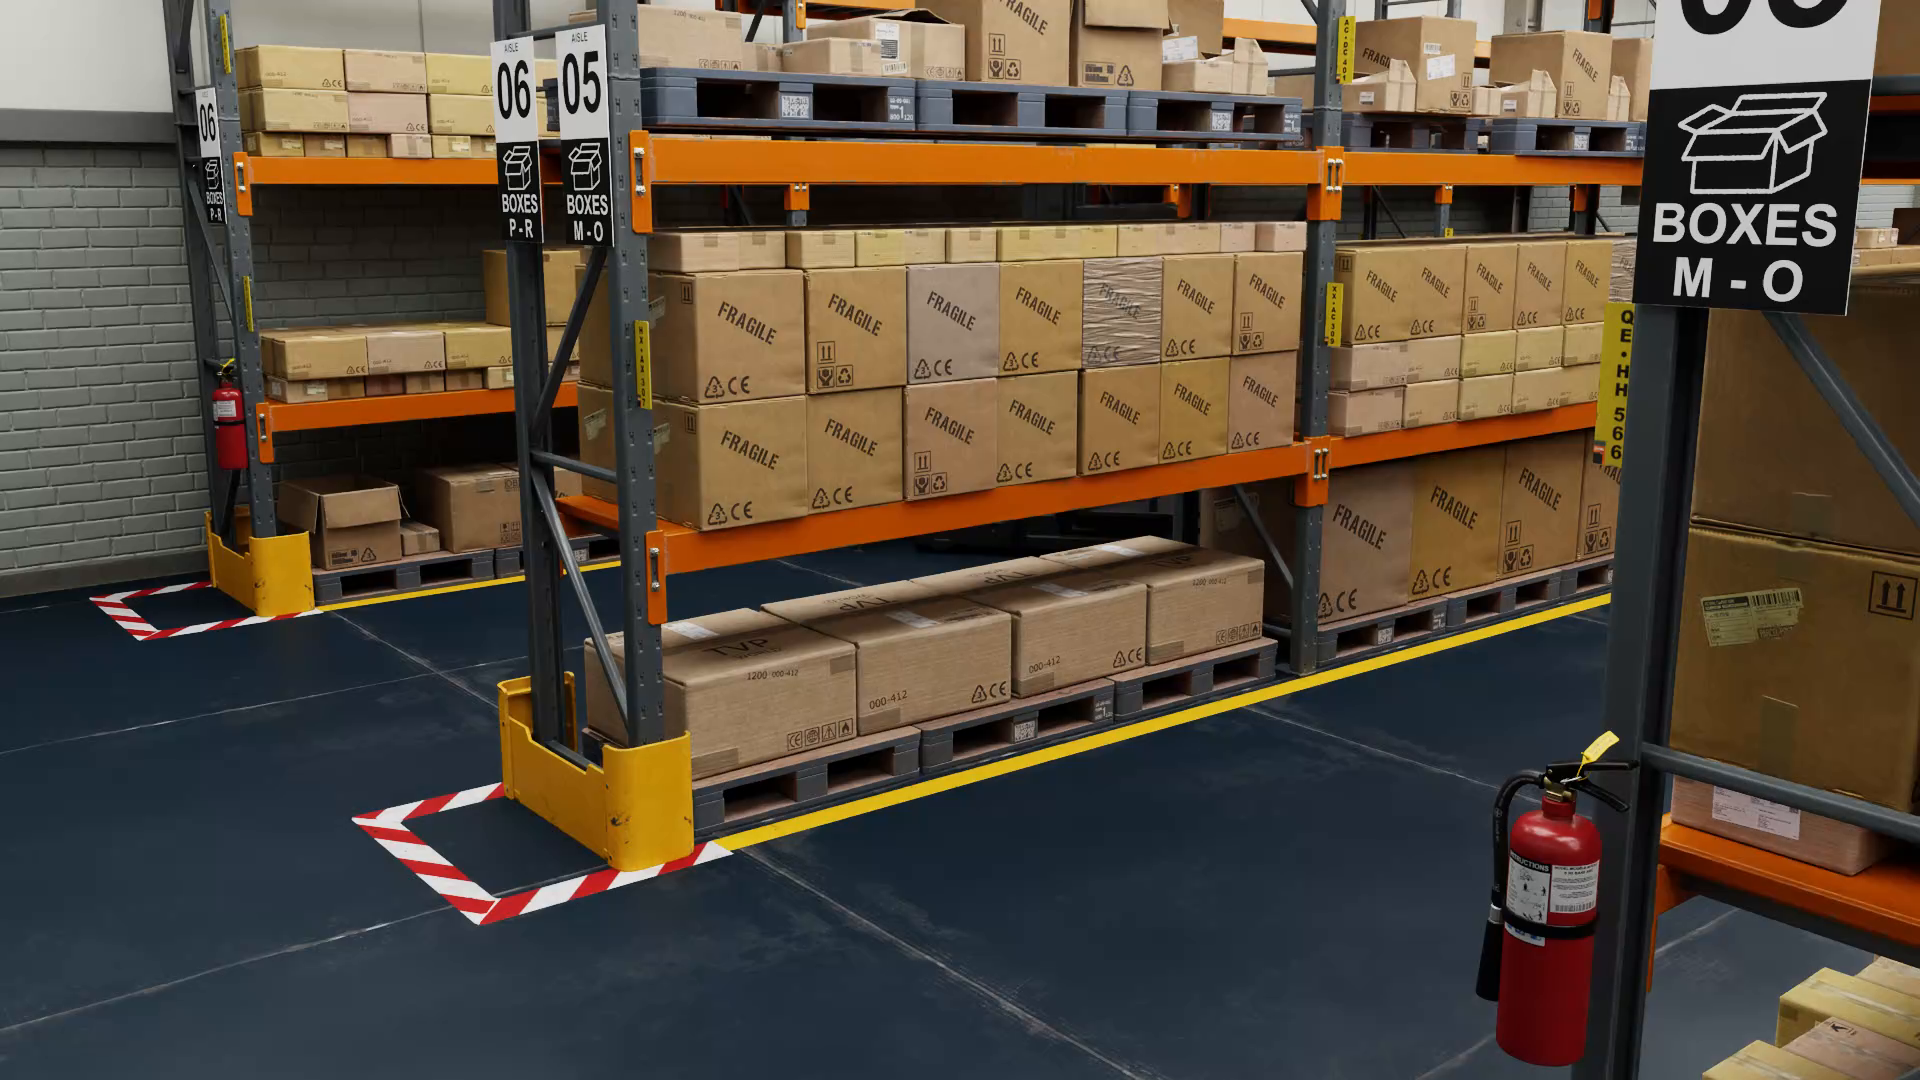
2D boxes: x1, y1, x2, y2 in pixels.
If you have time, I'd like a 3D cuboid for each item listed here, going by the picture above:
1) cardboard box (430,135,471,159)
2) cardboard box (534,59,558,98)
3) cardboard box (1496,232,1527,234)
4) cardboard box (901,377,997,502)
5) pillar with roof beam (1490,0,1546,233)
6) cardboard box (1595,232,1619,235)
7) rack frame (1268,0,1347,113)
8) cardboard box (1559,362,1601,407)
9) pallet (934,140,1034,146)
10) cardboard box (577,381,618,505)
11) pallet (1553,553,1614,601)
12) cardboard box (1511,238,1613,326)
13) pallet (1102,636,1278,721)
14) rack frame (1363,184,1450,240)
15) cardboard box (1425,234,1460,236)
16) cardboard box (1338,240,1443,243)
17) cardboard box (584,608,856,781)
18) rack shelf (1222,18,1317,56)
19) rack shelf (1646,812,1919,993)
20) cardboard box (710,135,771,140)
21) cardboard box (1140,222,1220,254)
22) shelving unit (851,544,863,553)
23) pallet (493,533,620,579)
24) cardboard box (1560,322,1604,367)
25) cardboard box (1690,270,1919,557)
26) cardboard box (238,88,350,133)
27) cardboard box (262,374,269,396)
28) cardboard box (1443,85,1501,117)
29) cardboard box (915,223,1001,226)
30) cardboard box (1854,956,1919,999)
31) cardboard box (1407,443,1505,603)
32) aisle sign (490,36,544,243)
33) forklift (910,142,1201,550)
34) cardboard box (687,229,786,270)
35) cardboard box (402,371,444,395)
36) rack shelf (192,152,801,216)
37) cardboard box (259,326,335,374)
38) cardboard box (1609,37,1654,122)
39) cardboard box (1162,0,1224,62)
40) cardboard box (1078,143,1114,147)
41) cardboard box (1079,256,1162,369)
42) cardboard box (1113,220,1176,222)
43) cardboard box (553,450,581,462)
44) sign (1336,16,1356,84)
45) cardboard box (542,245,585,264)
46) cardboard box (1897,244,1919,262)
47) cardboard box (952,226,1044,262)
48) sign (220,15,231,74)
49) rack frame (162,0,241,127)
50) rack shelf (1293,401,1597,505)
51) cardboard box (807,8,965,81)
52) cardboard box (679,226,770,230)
[{"bbox_3d":[-3.377,-2.554,10.819,0.250,0.149,0.380,-9,15,-38],"label":"cardboard box"},{"bbox_3d":[-2.941,-3.086,11.158,0.500,0.250,0.500,-9,15,-36],"label":"cardboard box"},{"bbox_3d":[6.387,-3.514,19.440,0.250,0.149,0.380,-10,15,-39],"label":"cardboard box"},{"bbox_3d":[-0.185,-0.480,7.426,0.500,0.500,0.500,-10,15,-38],"label":"cardboard box"},{"bbox_3d":[9.447,-5.455,16.653,0.400,9.000,9.100,-9,15,-38],"label":"pillar with roof beam"},{"bbox_3d":[7.543,-3.557,19.639,0.250,0.149,0.380,-9,15,-38],"label":"cardboard box"},{"bbox_3d":[1.598,-3.736,8.557,0.127,3.000,1.000,-9,15,-38],"label":"rack frame"},{"bbox_3d":[3.696,-1.007,10.513,0.500,0.250,0.500,-10,15,-38],"label":"cardboard box"},{"bbox_3d":[-0.145,-3.189,13.658,1.003,0.211,1.213,-9,15,-38],"label":"pallet"},{"bbox_3d":[-1.314,-0.436,7.222,0.500,0.500,0.500,-9,15,-37],"label":"cardboard box"},{"bbox_3d":[4.059,0.134,11.489,1.213,0.211,1.003,-9,15,-38],"label":"pallet"},{"bbox_3d":[3.694,-1.617,10.376,0.500,0.500,0.500,-9,15,-38],"label":"cardboard box"},{"bbox_3d":[0.955,0.649,9.064,1.213,0.211,1.003,-9,15,-38],"label":"pallet"},{"bbox_3d":[4.741,-2.644,17.857,0.127,3.000,1.000,-9,15,-38],"label":"rack frame"},{"bbox_3d":[5.378,-3.351,18.669,0.250,0.149,0.380,-10,15,-39],"label":"cardboard box"},{"bbox_3d":[2.598,-1.569,10.147,0.500,0.500,0.500,-9,15,-36],"label":"cardboard box"},{"bbox_3d":[-1.072,0.664,7.438,0.875,0.438,0.875,-10,16,-40],"label":"cardboard box"},{"bbox_3d":[3.179,-4.771,16.128,4.000,0.370,1.077,-9,15,-38],"label":"rack shelf"},{"bbox_3d":[3.208,0.600,4.313,4.000,0.370,1.077,-9,15,-38],"label":"rack shelf"},{"bbox_3d":[-1.726,-3.042,12.156,0.500,0.250,0.500,-9,15,-37],"label":"cardboard box"},{"bbox_3d":[1.082,-1.517,8.344,0.250,0.149,0.380,-9,15,-38],"label":"cardboard box"},{"bbox_3d":[-0.692,-0.730,12.455,0.431,1.500,0.755,8,14,32],"label":"shelving unit"},{"bbox_3d":[-2.996,0.007,12.090,1.213,0.211,1.003,-9,15,-38],"label":"pallet"},{"bbox_3d":[3.717,-1.250,10.453,0.500,0.250,0.500,-10,16,-39],"label":"cardboard box"},{"bbox_3d":[1.848,-0.276,3.341,0.500,0.500,0.500,-10,15,-39],"label":"cardboard box"},{"bbox_3d":[-4.112,-2.639,10.260,0.500,0.250,0.500,-10,15,-38],"label":"cardboard box"},{"bbox_3d":[-4.538,-1.050,10.958,0.250,0.149,0.380,-10,15,-38],"label":"cardboard box"},{"bbox_3d":[2.805,-2.467,9.355,0.250,0.166,0.380,-11,16,-41],"label":"cardboard box"},{"bbox_3d":[-0.012,-1.463,8.087,0.250,0.149,0.380,-9,15,-37],"label":"cardboard box"},{"bbox_3d":[2.498,1.195,4.199,0.250,0.149,0.380,-10,16,-40],"label":"cardboard box"},{"bbox_3d":[2.733,-0.179,10.355,0.875,0.875,0.875,-9,15,-36],"label":"cardboard box"},{"bbox_3d":[-1.775,-1.595,6.658,0.004,0.787,0.394,-9,15,-38],"label":"aisle sign"},{"bbox_3d":[1.193,-1.394,12.139,3.031,2.935,1.130,2,12,9],"label":"forklift"},{"bbox_3d":[-0.915,-1.184,6.774,0.250,0.149,0.380,-9,15,-36],"label":"cardboard box"},{"bbox_3d":[-3.612,-1.065,11.027,0.250,0.149,0.380,-9,15,-36],"label":"cardboard box"},{"bbox_3d":[-3.067,-2.462,11.510,4.000,0.370,1.077,-9,15,-38],"label":"rack shelf"},{"bbox_3d":[-4.436,-1.261,10.993,0.500,0.250,0.500,-9,15,-36],"label":"cardboard box"},{"bbox_3d":[4.067,-2.882,10.508,0.500,0.500,0.700,-10,16,-40],"label":"cardboard box"},{"bbox_3d":[1.008,-2.529,8.605,0.500,0.500,0.500,-9,15,-37],"label":"cardboard box"},{"bbox_3d":[0.977,-3.347,14.310,0.500,0.250,0.500,-9,15,-37],"label":"cardboard box"},{"bbox_3d":[0.609,-1.101,7.944,0.500,0.500,0.500,-9,15,-37],"label":"cardboard box"},{"bbox_3d":[0.999,-1.622,8.835,0.250,0.149,0.380,-9,15,-37],"label":"cardboard box"},{"bbox_3d":[-2.590,-0.373,12.169,0.500,0.500,0.700,-10,16,-40],"label":"cardboard box"},{"bbox_3d":[1.946,-2.470,8.383,0.005,0.325,0.100,-9,15,-38],"label":"sign"},{"bbox_3d":[-2.835,-1.895,12.169,0.500,0.500,0.500,-10,16,-39],"label":"cardboard box"},{"bbox_3d":[7.628,-2.142,13.526,0.500,0.500,0.500,-10,15,-39],"label":"cardboard box"},{"bbox_3d":[0.162,-1.333,7.475,0.250,0.149,0.380,-10,16,-39],"label":"cardboard box"},{"bbox_3d":[-4.290,-2.893,9.708,0.005,0.325,0.100,-9,15,-38],"label":"sign"},{"bbox_3d":[-4.629,-4.021,9.901,0.127,3.000,1.000,-9,15,-38],"label":"rack frame"},{"bbox_3d":[3.160,-0.709,10.477,4.000,0.370,1.077,-9,15,-38],"label":"rack shelf"},{"bbox_3d":[-0.325,-2.146,7.256,0.500,0.311,0.500,-9,15,-37],"label":"cardboard box"},{"bbox_3d":[-1.038,-1.300,7.322,0.250,0.149,0.380,-10,15,-38],"label":"cardboard box"}]
